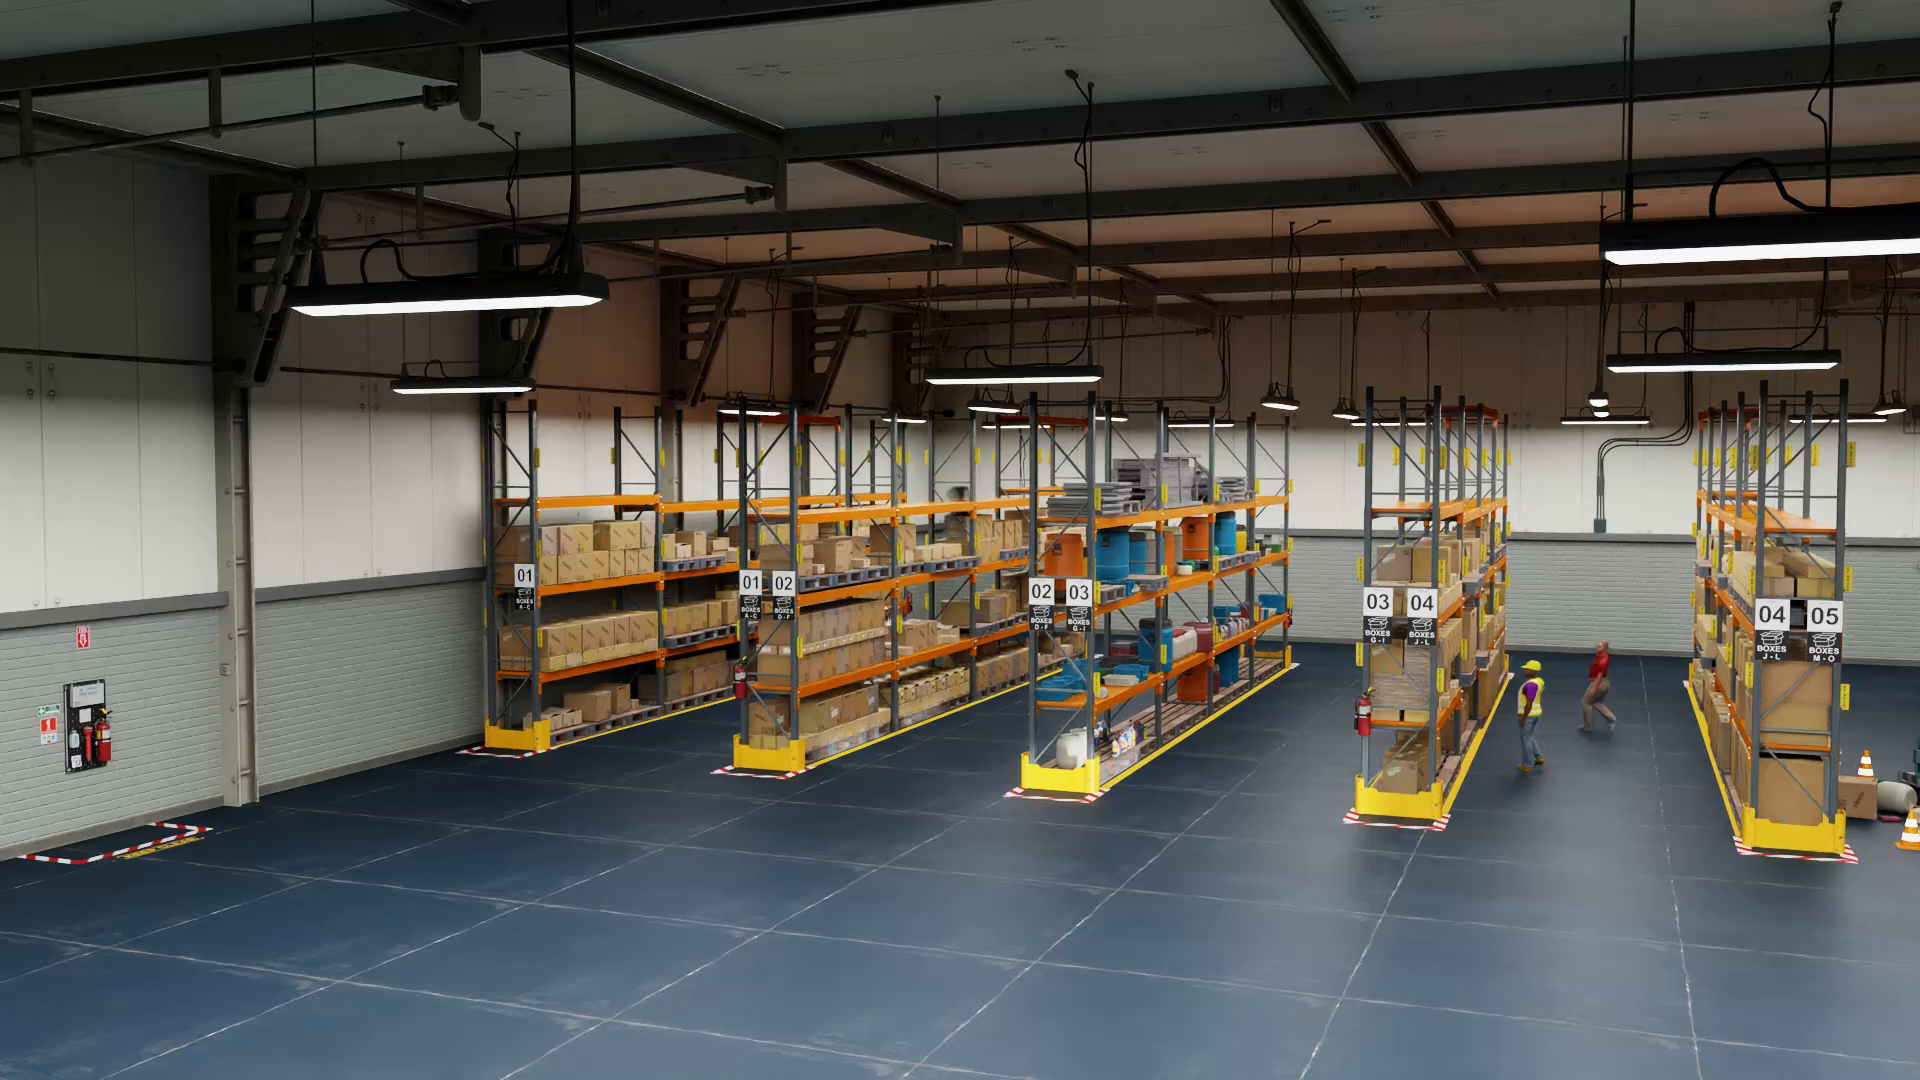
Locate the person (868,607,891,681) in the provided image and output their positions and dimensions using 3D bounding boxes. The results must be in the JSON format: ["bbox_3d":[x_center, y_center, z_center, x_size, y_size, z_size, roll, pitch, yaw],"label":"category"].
[{"bbox_3d":[-1.691,2.330,36.229,0.712,1.733,0.932,2,4,38],"label":"person"}]

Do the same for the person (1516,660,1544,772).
[{"bbox_3d":[9.094,2.800,26.596,0.438,1.765,0.582,3,4,44],"label":"person"}]

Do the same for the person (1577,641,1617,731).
[{"bbox_3d":[11.628,2.669,30.424,0.707,1.681,0.584,2,4,40],"label":"person"}]
